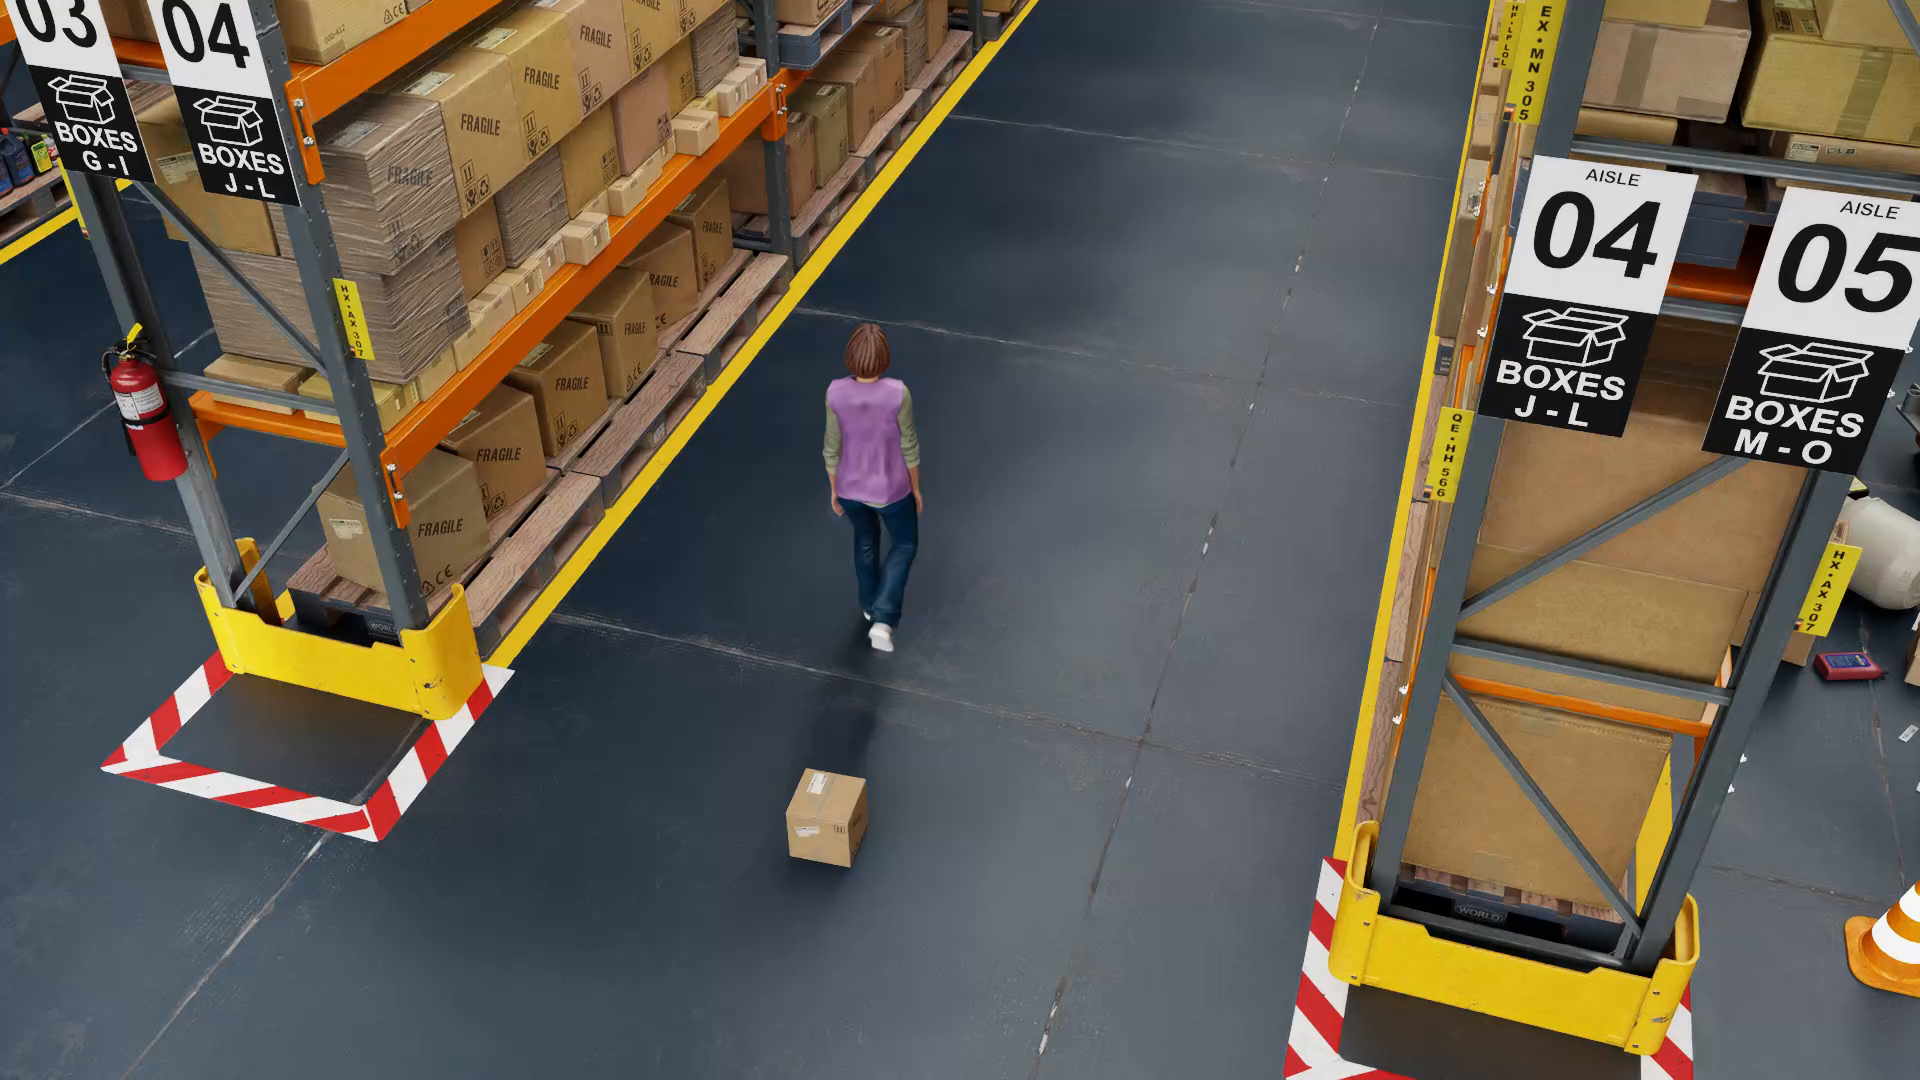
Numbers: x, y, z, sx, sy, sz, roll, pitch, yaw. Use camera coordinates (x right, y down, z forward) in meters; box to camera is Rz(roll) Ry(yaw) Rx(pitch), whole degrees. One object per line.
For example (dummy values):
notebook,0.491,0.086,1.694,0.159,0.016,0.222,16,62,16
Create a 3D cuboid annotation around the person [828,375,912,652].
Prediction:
person,-0.386,-0.110,7.194,0.351,1.352,0.678,6,38,7
